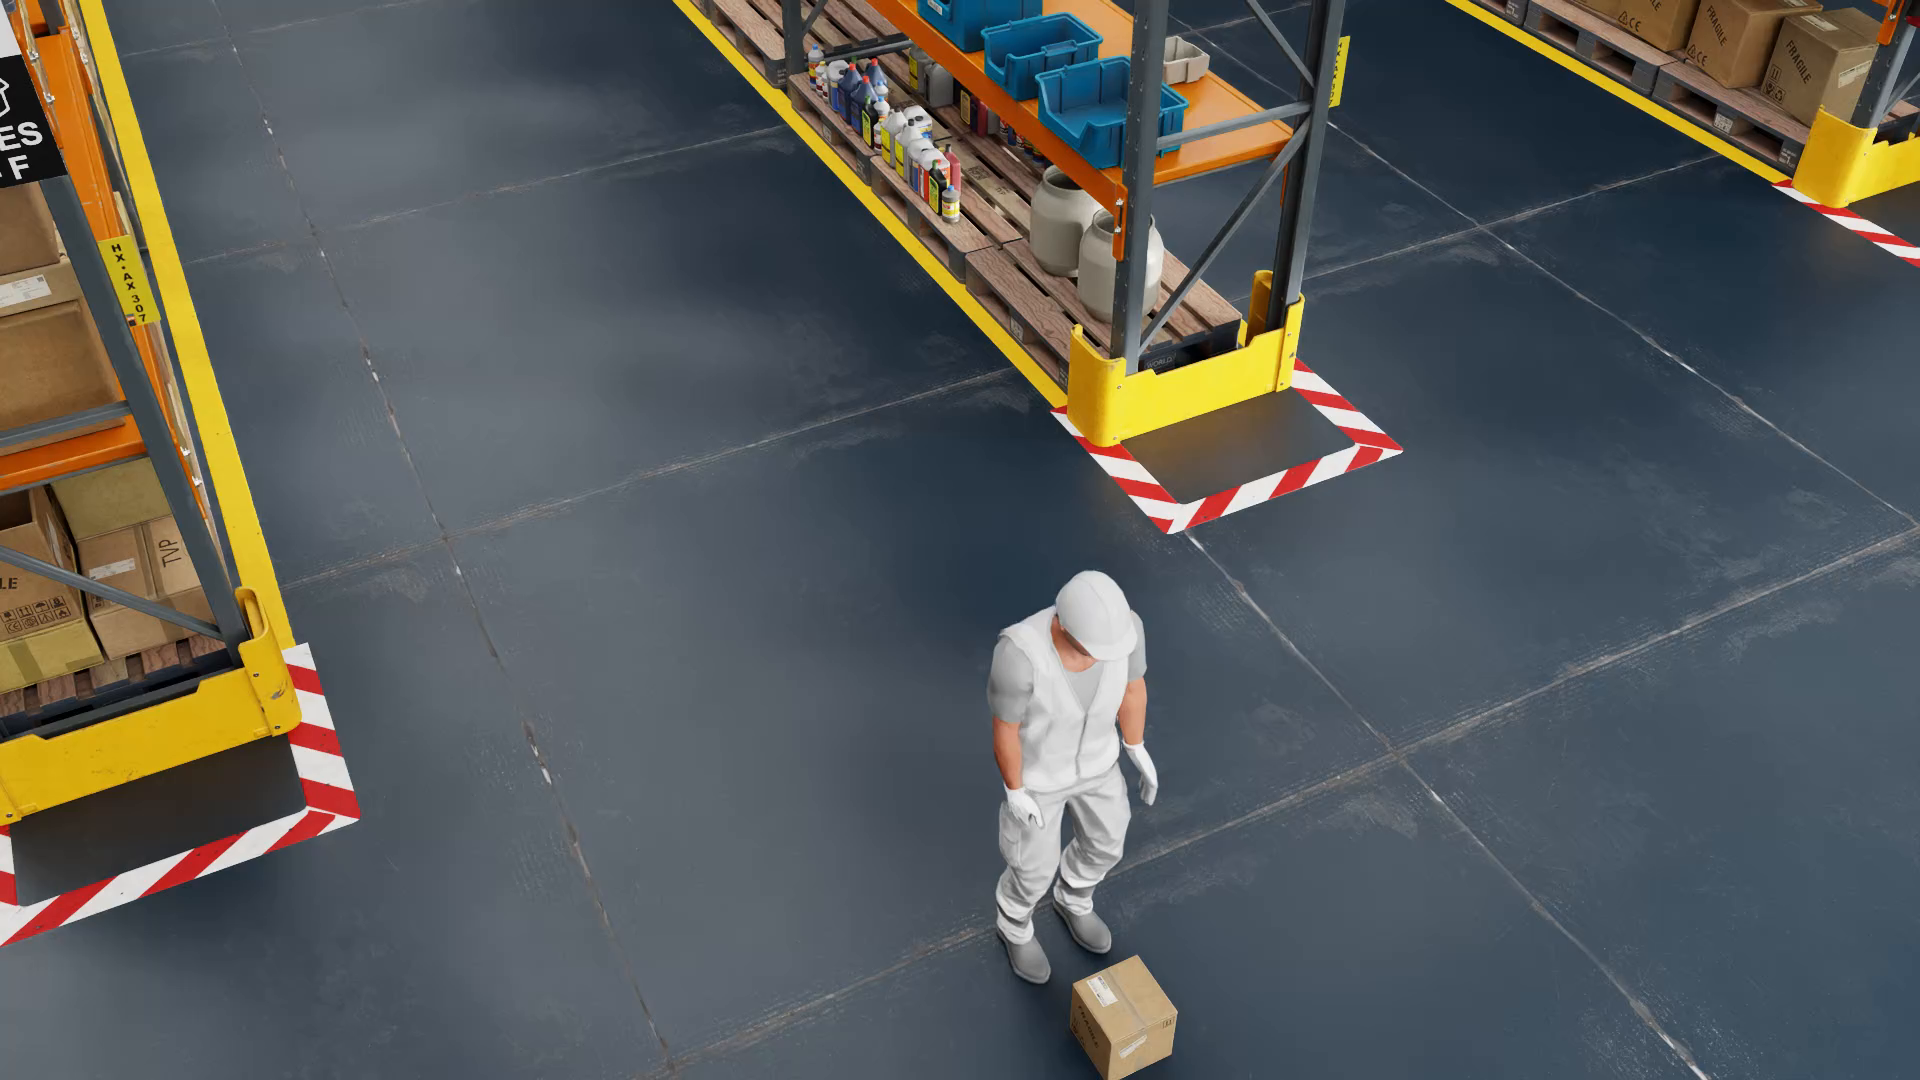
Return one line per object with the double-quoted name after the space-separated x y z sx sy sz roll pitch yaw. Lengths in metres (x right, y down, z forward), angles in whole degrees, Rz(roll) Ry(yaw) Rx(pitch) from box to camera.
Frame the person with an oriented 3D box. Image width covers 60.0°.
0.355 0.738 5.318 0.538 1.752 0.427 -18 44 -19 "person"
